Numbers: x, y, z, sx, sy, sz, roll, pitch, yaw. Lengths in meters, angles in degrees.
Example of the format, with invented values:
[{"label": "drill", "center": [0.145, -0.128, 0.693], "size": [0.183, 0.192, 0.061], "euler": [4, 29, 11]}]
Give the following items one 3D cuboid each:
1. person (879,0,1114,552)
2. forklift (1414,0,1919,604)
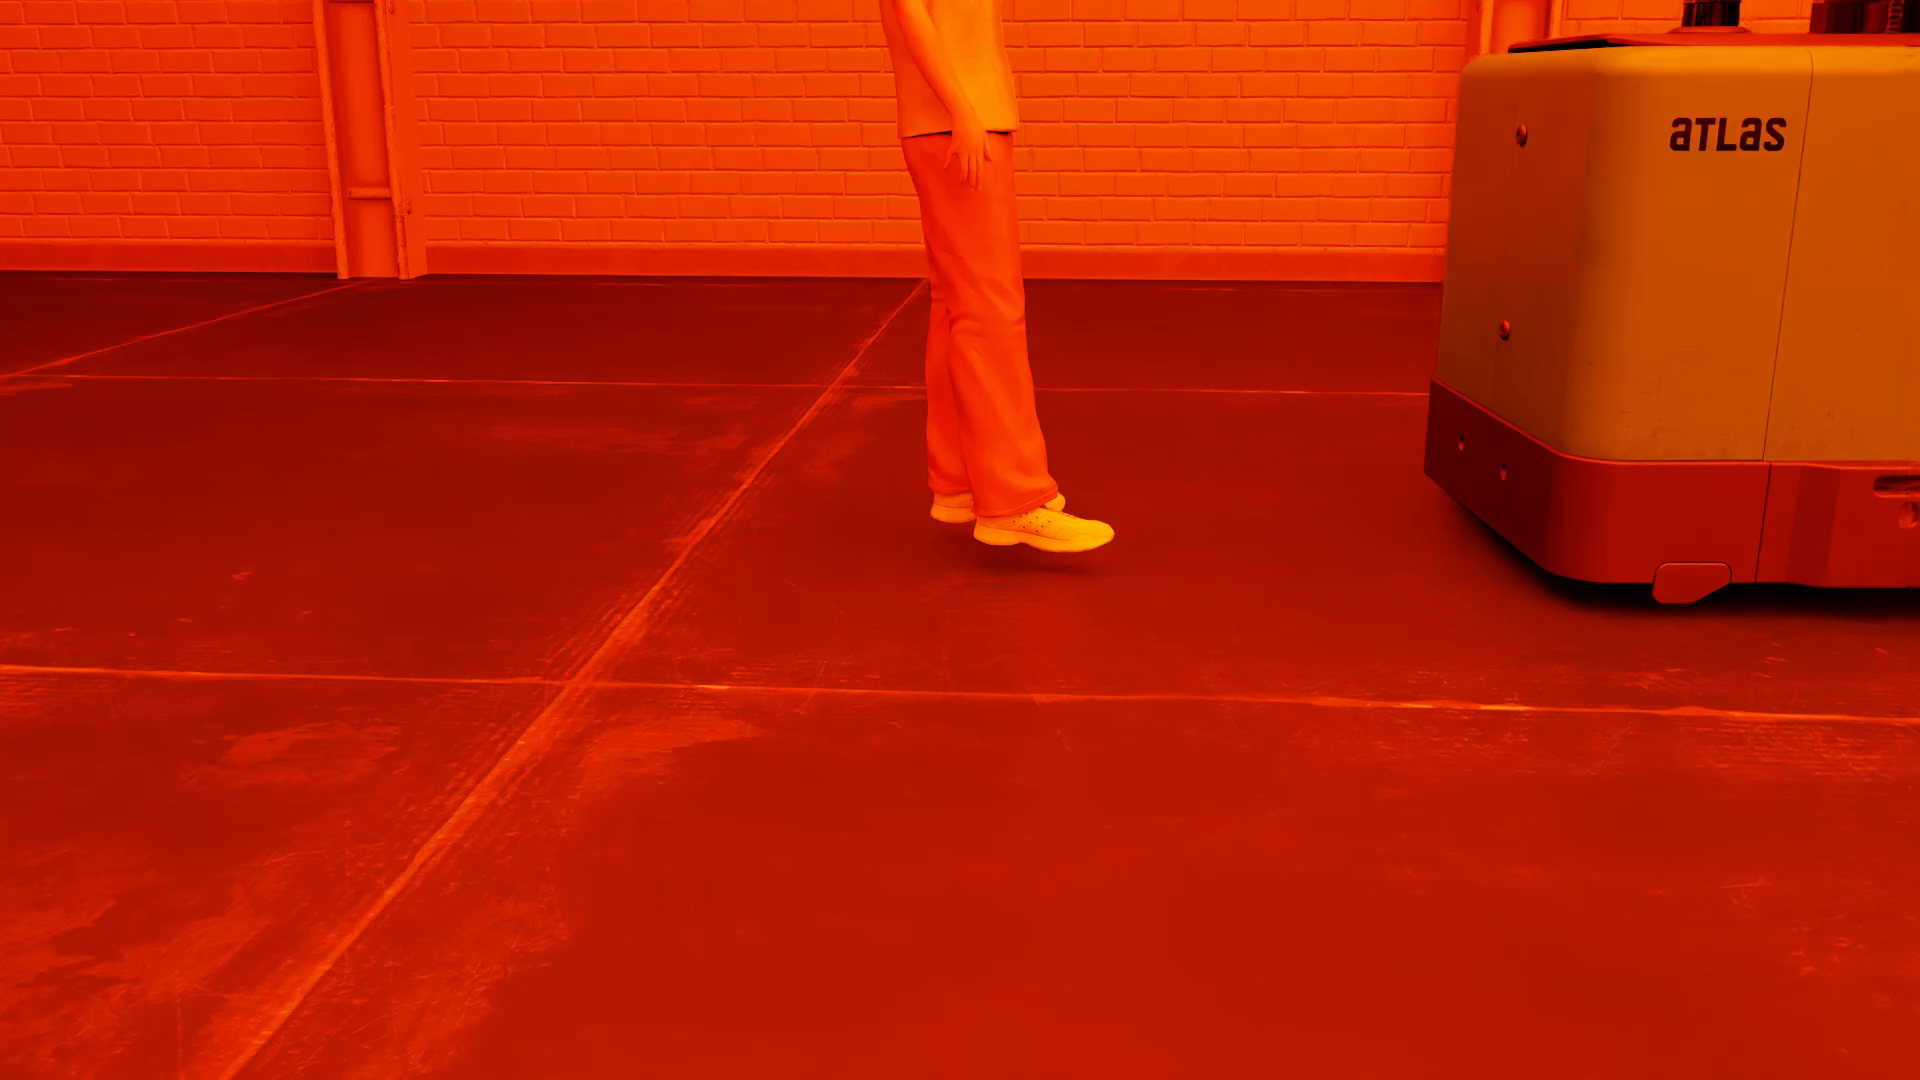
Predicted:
[{"label": "person", "center": [0.073, -0.850, 3.565], "size": [0.547, 1.673, 0.553], "euler": [1, 15, 4]}, {"label": "forklift", "center": [2.651, -1.401, 3.378], "size": [3.031, 2.935, 1.130], "euler": [0, 15, 0]}]
